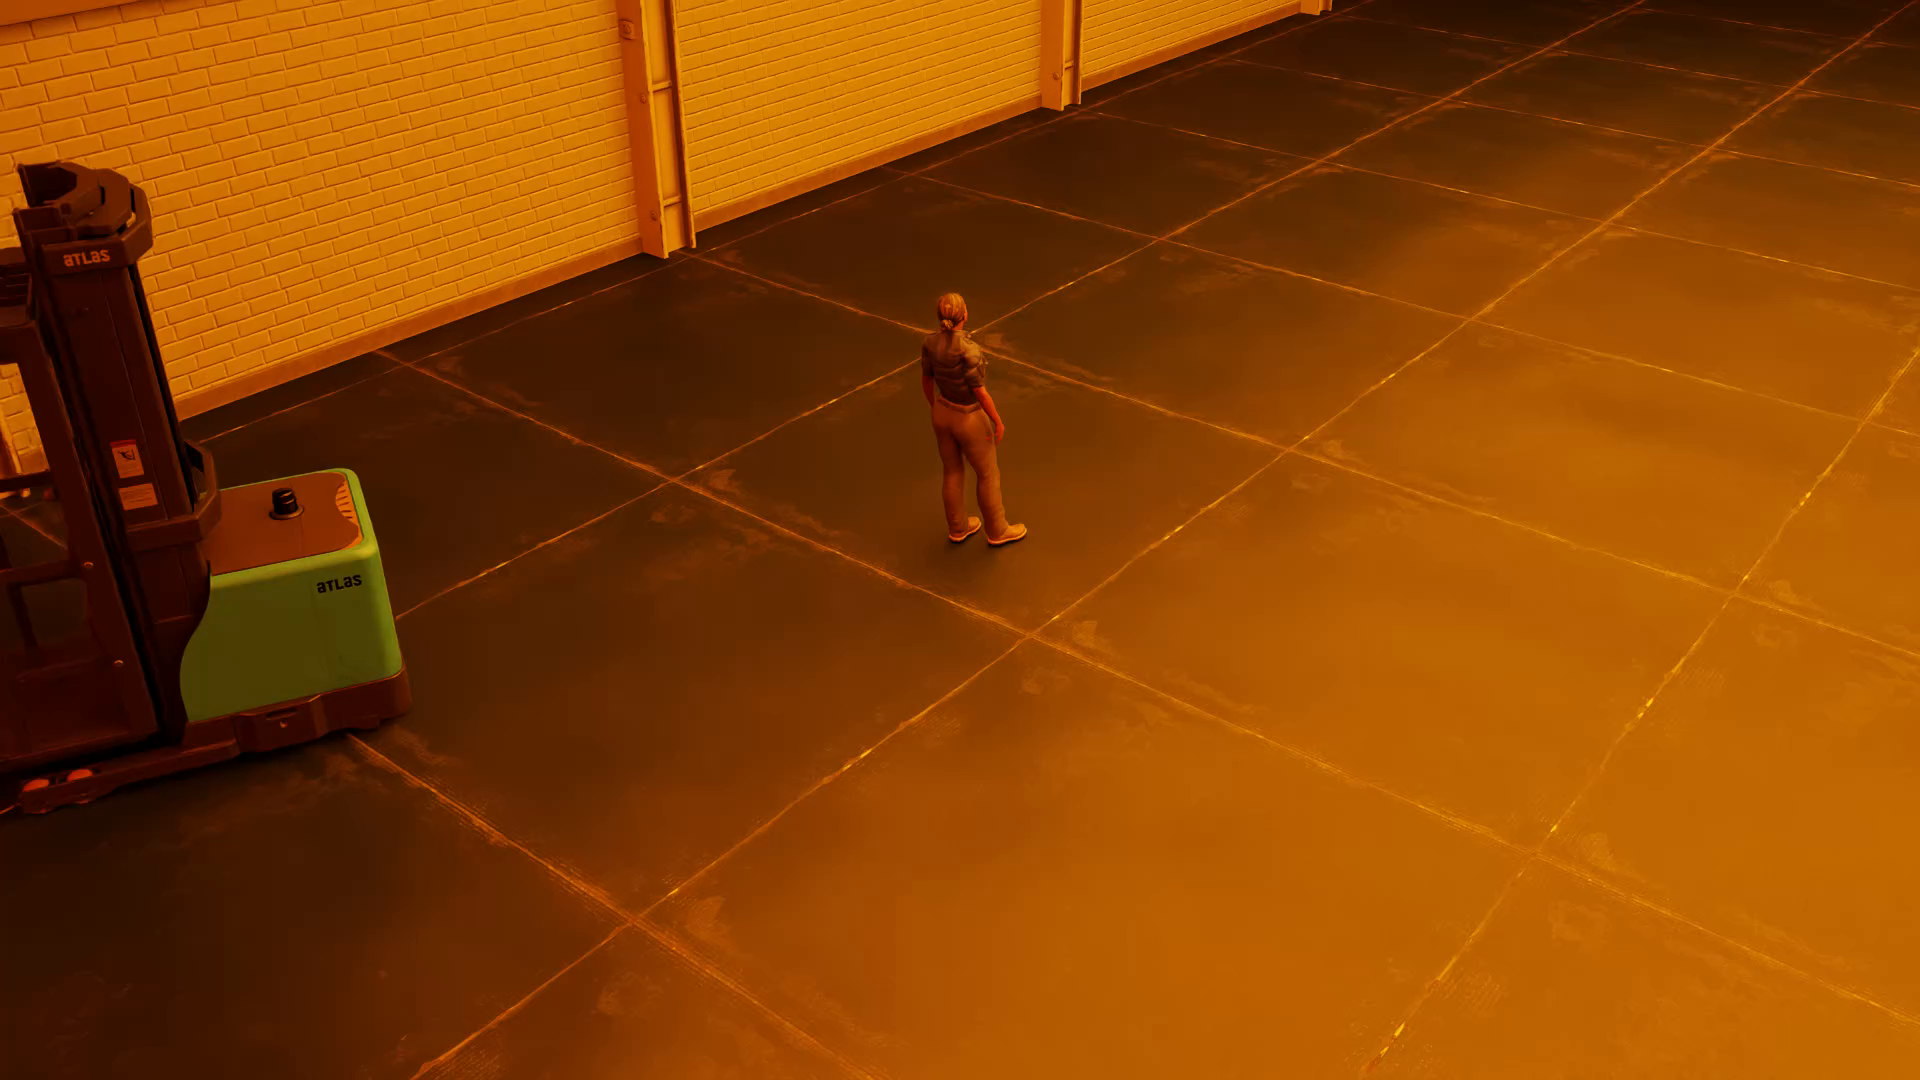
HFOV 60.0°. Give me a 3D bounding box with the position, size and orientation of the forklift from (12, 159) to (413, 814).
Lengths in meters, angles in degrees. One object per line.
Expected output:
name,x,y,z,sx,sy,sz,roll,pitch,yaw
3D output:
forklift,-4.479,-0.222,7.975,3.031,2.935,1.130,-13,33,-21

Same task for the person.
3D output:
person,0.071,-0.743,10.131,0.569,1.642,0.503,22,37,33
